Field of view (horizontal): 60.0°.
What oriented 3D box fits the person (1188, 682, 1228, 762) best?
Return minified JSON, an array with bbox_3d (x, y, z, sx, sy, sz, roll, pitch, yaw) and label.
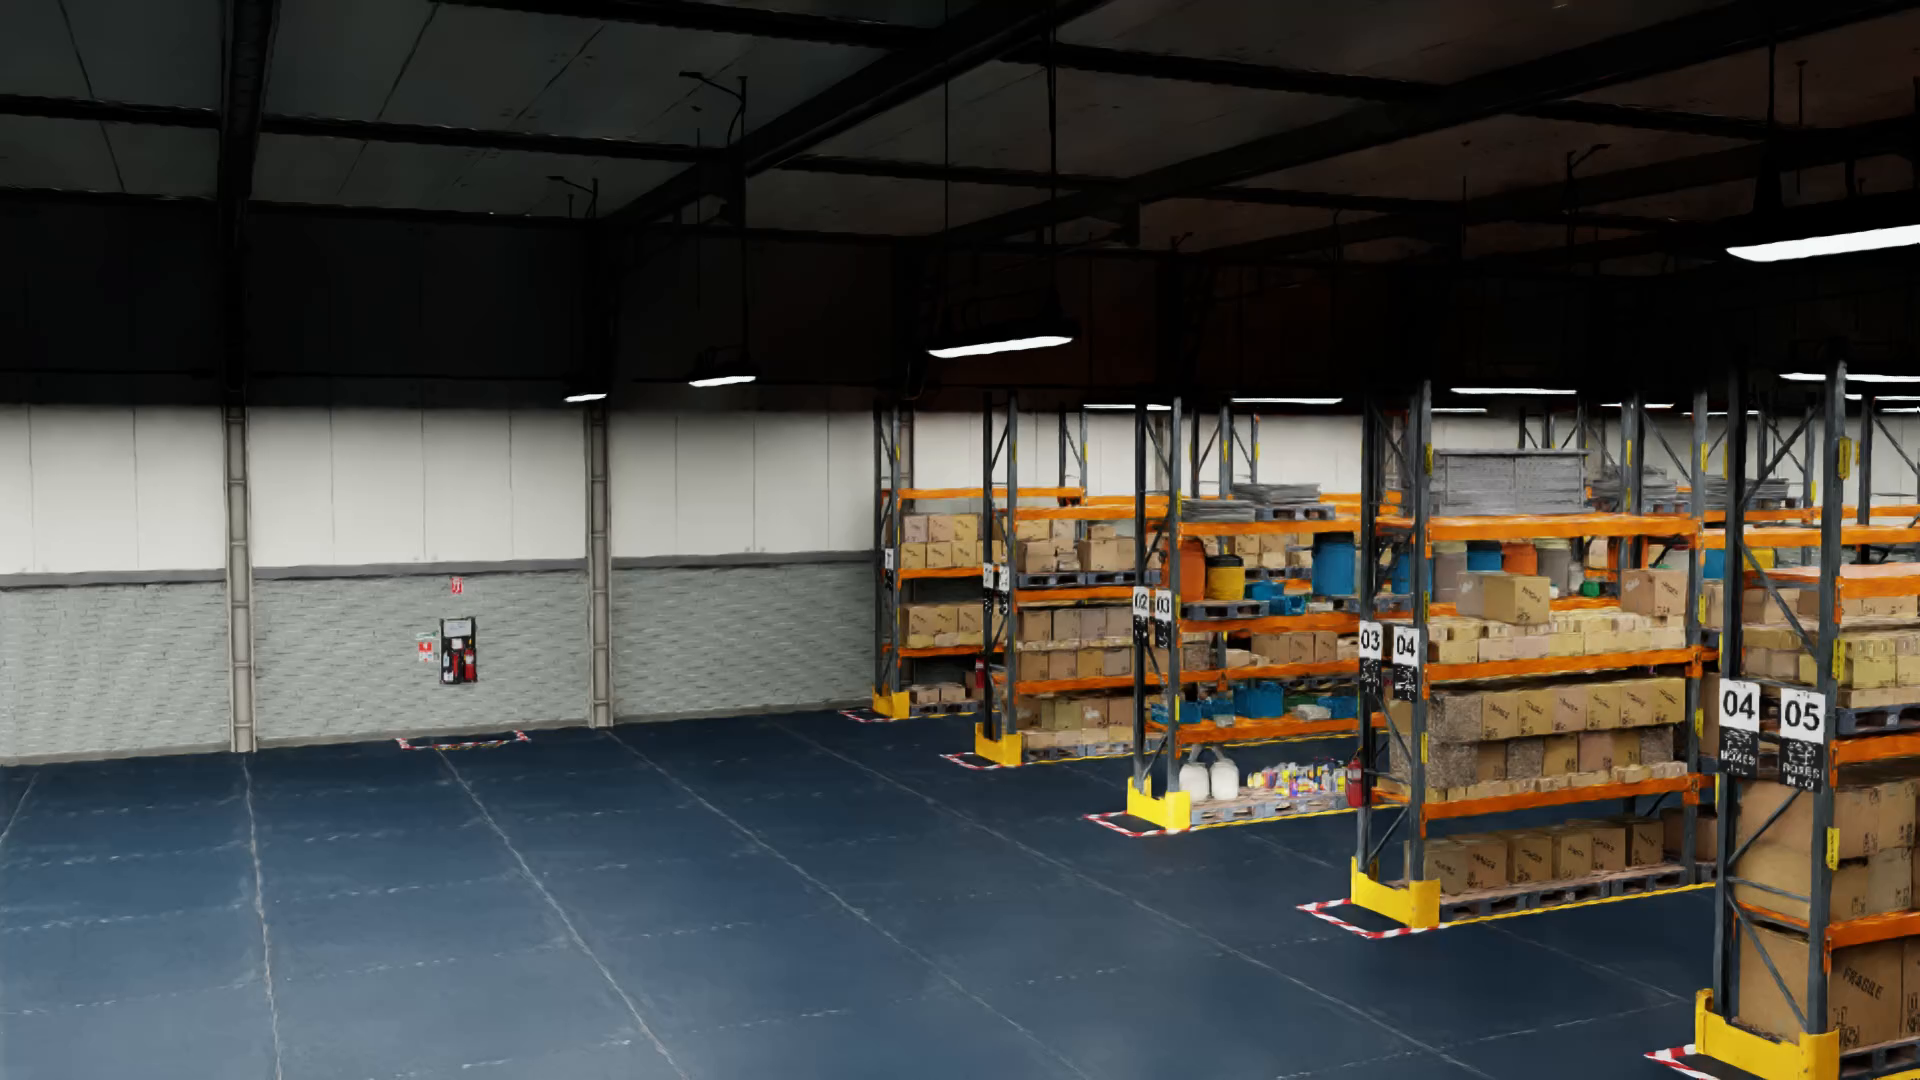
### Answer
[{"bbox_3d":[3.680,2.902,24.818,1.075,1.584,0.489,-2,4,-26],"label":"person"}]
